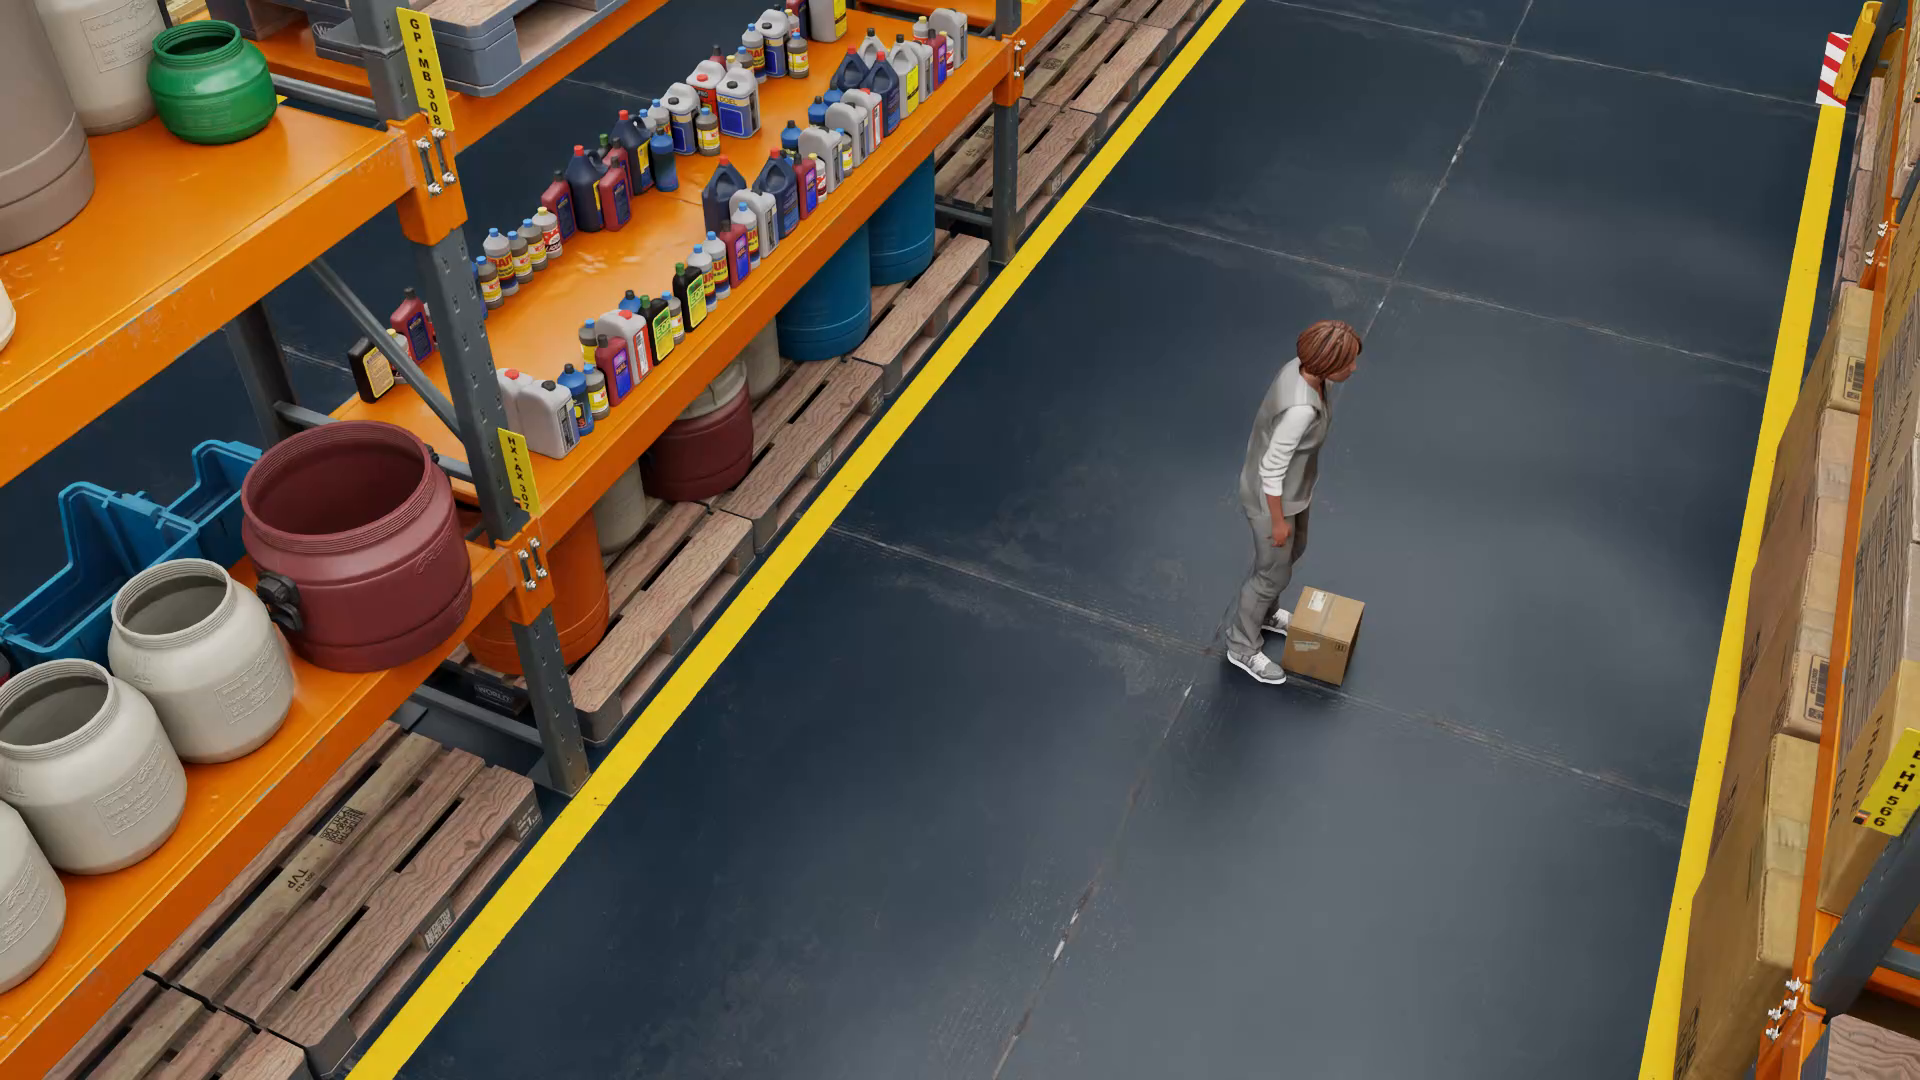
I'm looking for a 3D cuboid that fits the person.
[{"bbox_3d":[1.242,-0.149,6.377,0.347,1.530,0.476,15,45,16],"label":"person"}]
